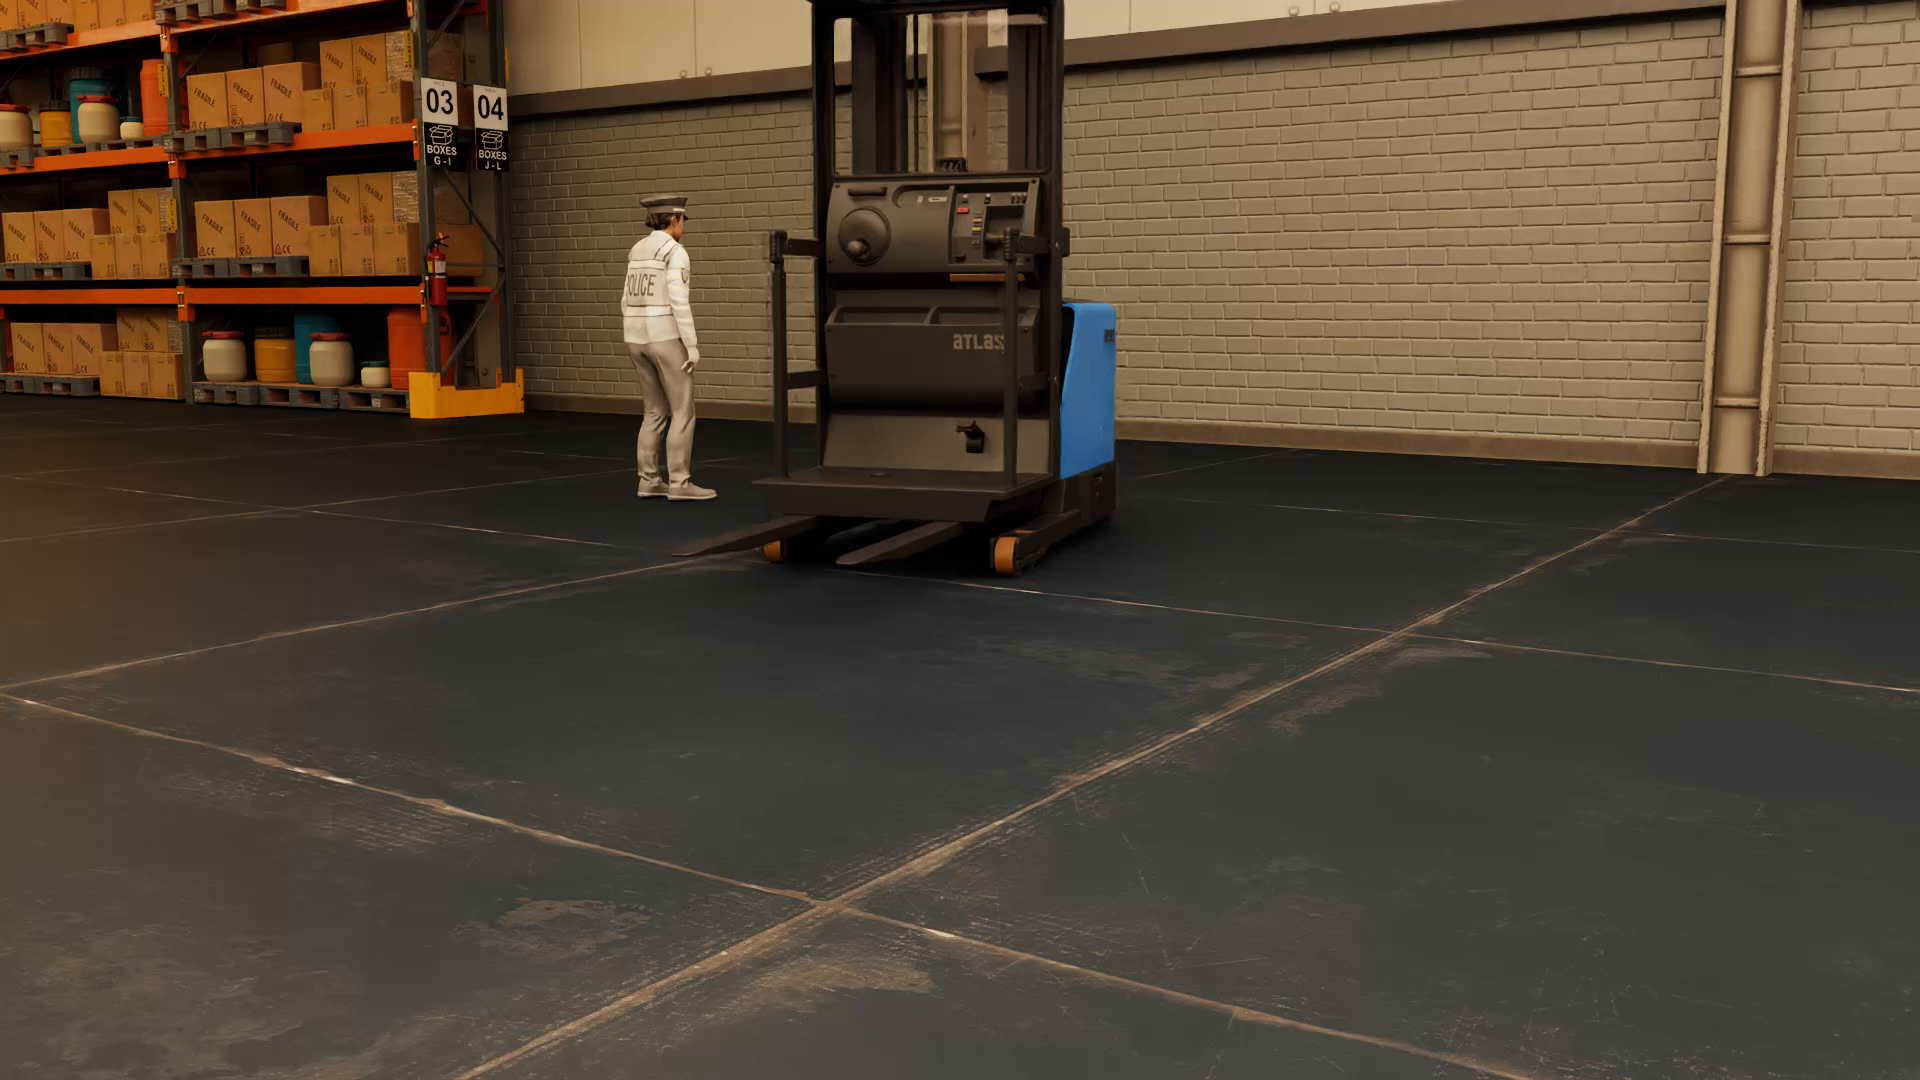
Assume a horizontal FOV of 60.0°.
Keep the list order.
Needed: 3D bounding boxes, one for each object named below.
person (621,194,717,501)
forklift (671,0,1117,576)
[{"bbox_3d":[-1.628,-1.054,9.116,0.530,1.662,0.376,7,11,42],"label":"person"},{"bbox_3d":[-0.185,-1.369,6.817,1.130,2.935,3.031,3,9,19],"label":"forklift"}]
